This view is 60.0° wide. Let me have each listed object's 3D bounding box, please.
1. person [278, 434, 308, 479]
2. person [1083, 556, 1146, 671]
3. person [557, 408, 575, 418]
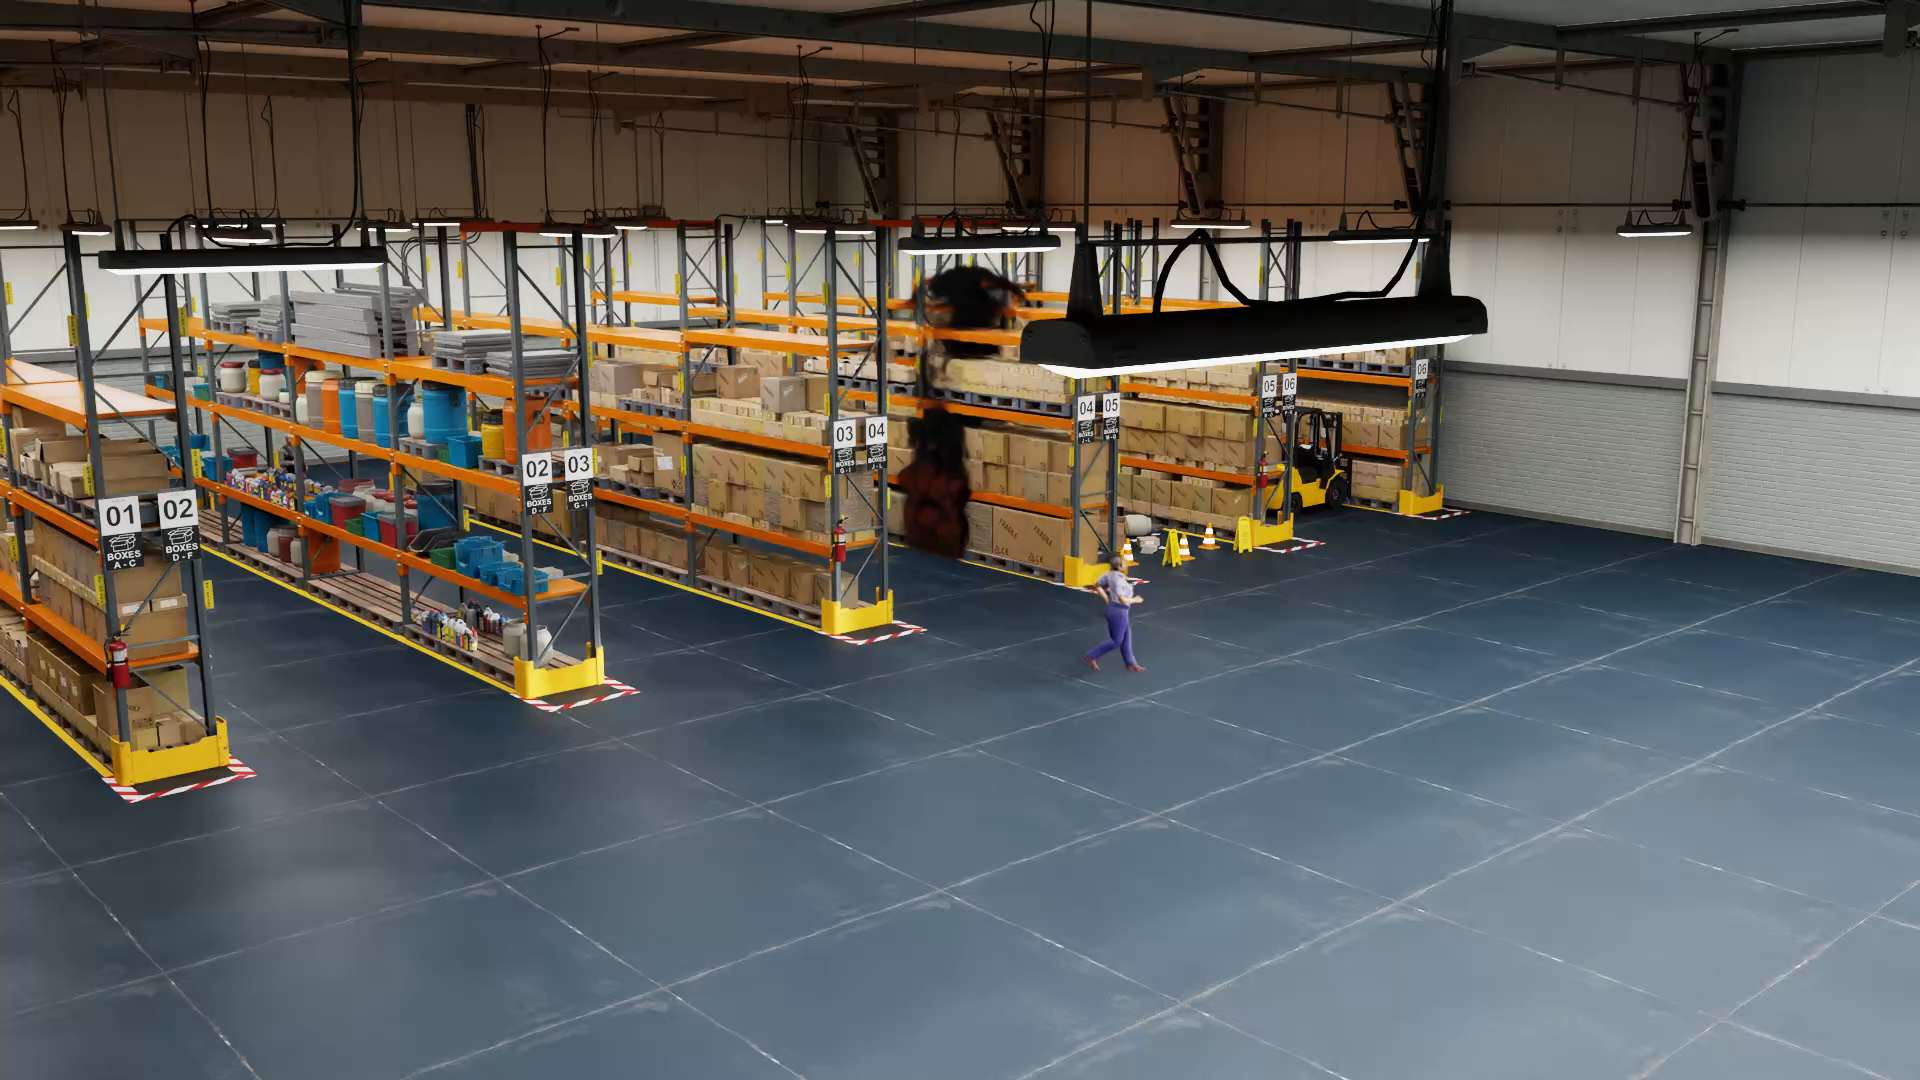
[{"bbox_3d":[-13.603,-1.304,33.978,0.638,1.765,0.738,-11,16,-42],"label":"person"},{"bbox_3d":[2.112,1.029,22.603,0.931,1.649,0.611,-2,12,-11],"label":"person"},{"bbox_3d":[-9.544,-2.543,40.181,0.700,1.722,0.573,9,14,38],"label":"person"}]
